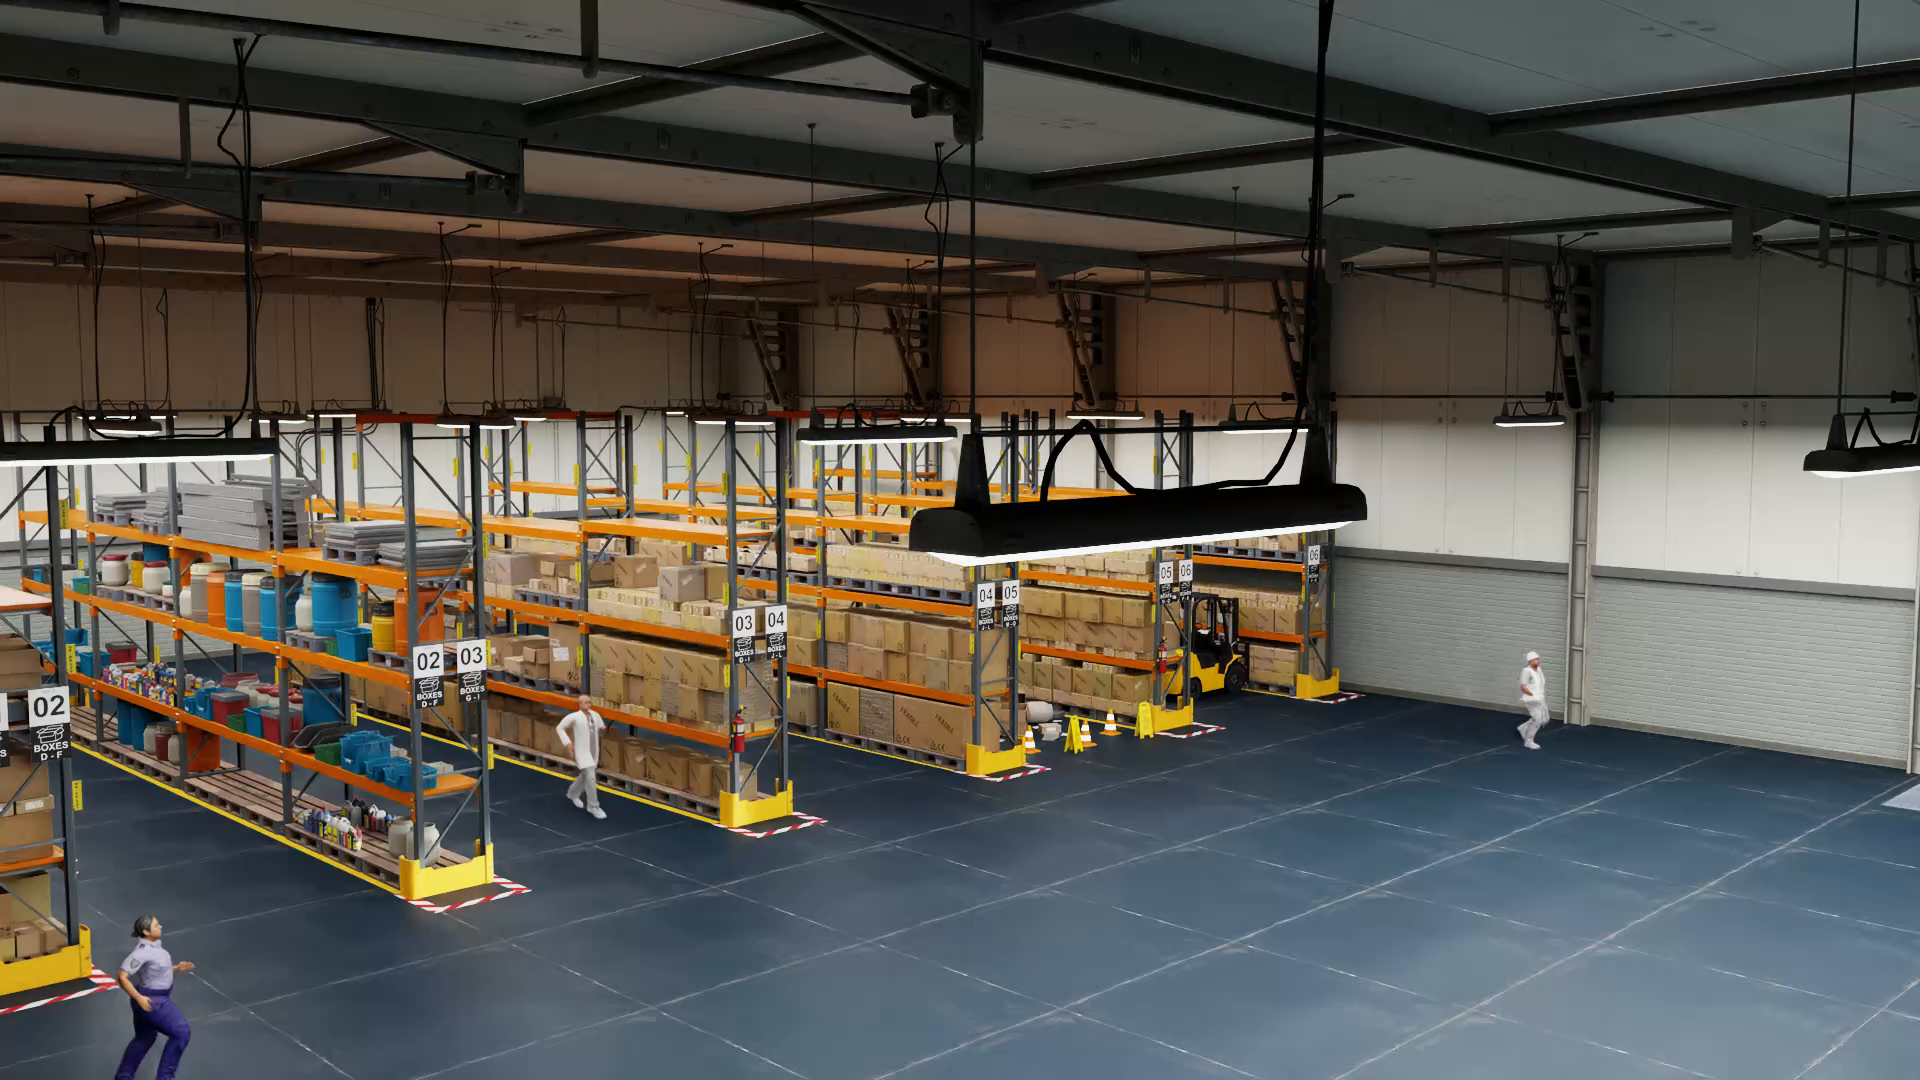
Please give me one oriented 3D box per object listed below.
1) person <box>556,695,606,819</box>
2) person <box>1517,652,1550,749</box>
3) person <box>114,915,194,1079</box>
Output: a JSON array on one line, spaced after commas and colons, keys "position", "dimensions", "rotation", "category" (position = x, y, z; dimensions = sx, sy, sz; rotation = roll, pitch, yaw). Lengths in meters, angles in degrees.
[{"position": [-5.660, 3.241, 25.138], "dimensions": [0.983, 1.812, 0.689], "rotation": [3, 6, 33], "category": "person"}, {"position": [10.304, 2.871, 29.916], "dimensions": [0.547, 1.742, 0.683], "rotation": [4, 6, 40], "category": "person"}, {"position": [-7.290, 4.227, 15.023], "dimensions": [0.705, 1.674, 0.574], "rotation": [-3, 6, -28], "category": "person"}]
